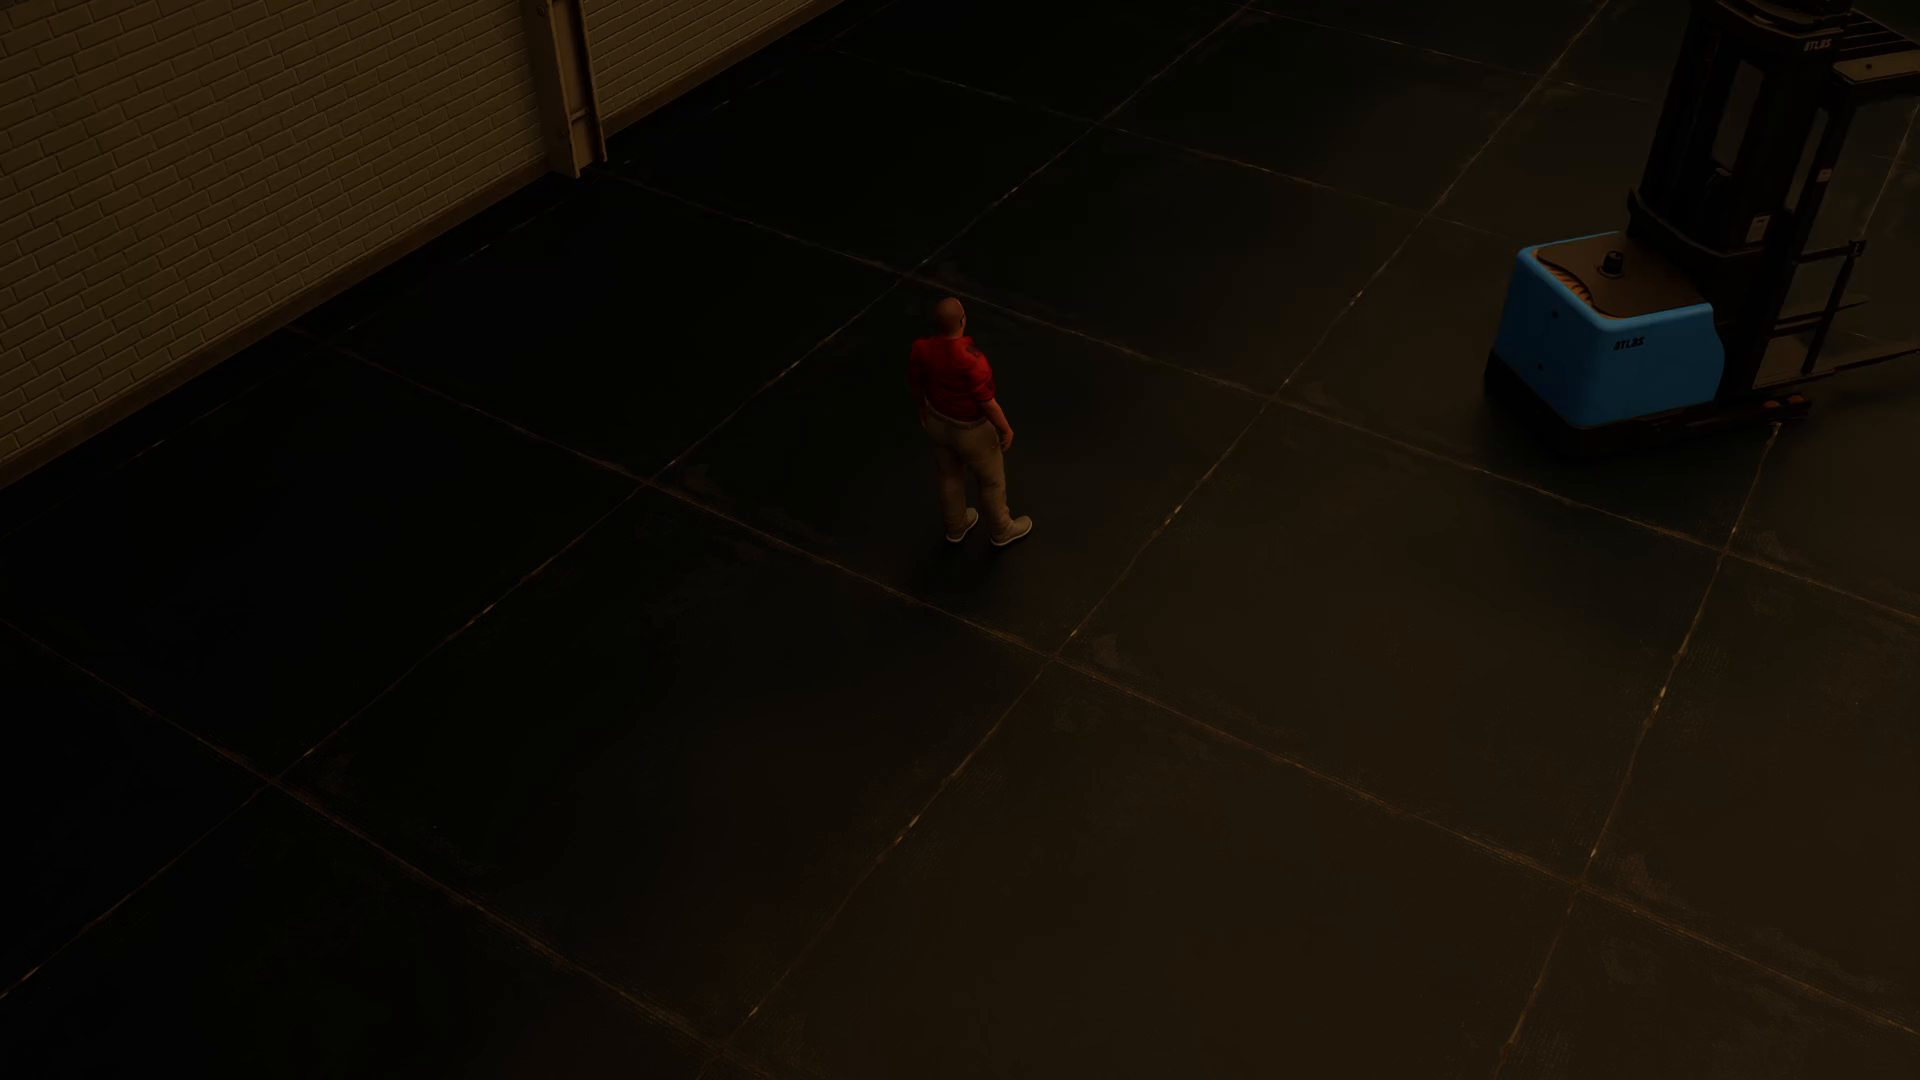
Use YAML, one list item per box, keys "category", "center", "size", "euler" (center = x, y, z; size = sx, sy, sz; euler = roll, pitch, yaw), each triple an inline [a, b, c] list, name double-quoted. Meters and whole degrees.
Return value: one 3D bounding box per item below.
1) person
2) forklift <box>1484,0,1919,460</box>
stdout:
- category: "person"
  center: [0.058, -0.711, 9.723]
  size: [0.641, 1.727, 0.550]
  euler: [22, 45, 24]
- category: "forklift"
  center: [5.181, -2.200, 10.563]
  size: [3.031, 2.935, 1.130]
  euler: [-12, 42, -14]
